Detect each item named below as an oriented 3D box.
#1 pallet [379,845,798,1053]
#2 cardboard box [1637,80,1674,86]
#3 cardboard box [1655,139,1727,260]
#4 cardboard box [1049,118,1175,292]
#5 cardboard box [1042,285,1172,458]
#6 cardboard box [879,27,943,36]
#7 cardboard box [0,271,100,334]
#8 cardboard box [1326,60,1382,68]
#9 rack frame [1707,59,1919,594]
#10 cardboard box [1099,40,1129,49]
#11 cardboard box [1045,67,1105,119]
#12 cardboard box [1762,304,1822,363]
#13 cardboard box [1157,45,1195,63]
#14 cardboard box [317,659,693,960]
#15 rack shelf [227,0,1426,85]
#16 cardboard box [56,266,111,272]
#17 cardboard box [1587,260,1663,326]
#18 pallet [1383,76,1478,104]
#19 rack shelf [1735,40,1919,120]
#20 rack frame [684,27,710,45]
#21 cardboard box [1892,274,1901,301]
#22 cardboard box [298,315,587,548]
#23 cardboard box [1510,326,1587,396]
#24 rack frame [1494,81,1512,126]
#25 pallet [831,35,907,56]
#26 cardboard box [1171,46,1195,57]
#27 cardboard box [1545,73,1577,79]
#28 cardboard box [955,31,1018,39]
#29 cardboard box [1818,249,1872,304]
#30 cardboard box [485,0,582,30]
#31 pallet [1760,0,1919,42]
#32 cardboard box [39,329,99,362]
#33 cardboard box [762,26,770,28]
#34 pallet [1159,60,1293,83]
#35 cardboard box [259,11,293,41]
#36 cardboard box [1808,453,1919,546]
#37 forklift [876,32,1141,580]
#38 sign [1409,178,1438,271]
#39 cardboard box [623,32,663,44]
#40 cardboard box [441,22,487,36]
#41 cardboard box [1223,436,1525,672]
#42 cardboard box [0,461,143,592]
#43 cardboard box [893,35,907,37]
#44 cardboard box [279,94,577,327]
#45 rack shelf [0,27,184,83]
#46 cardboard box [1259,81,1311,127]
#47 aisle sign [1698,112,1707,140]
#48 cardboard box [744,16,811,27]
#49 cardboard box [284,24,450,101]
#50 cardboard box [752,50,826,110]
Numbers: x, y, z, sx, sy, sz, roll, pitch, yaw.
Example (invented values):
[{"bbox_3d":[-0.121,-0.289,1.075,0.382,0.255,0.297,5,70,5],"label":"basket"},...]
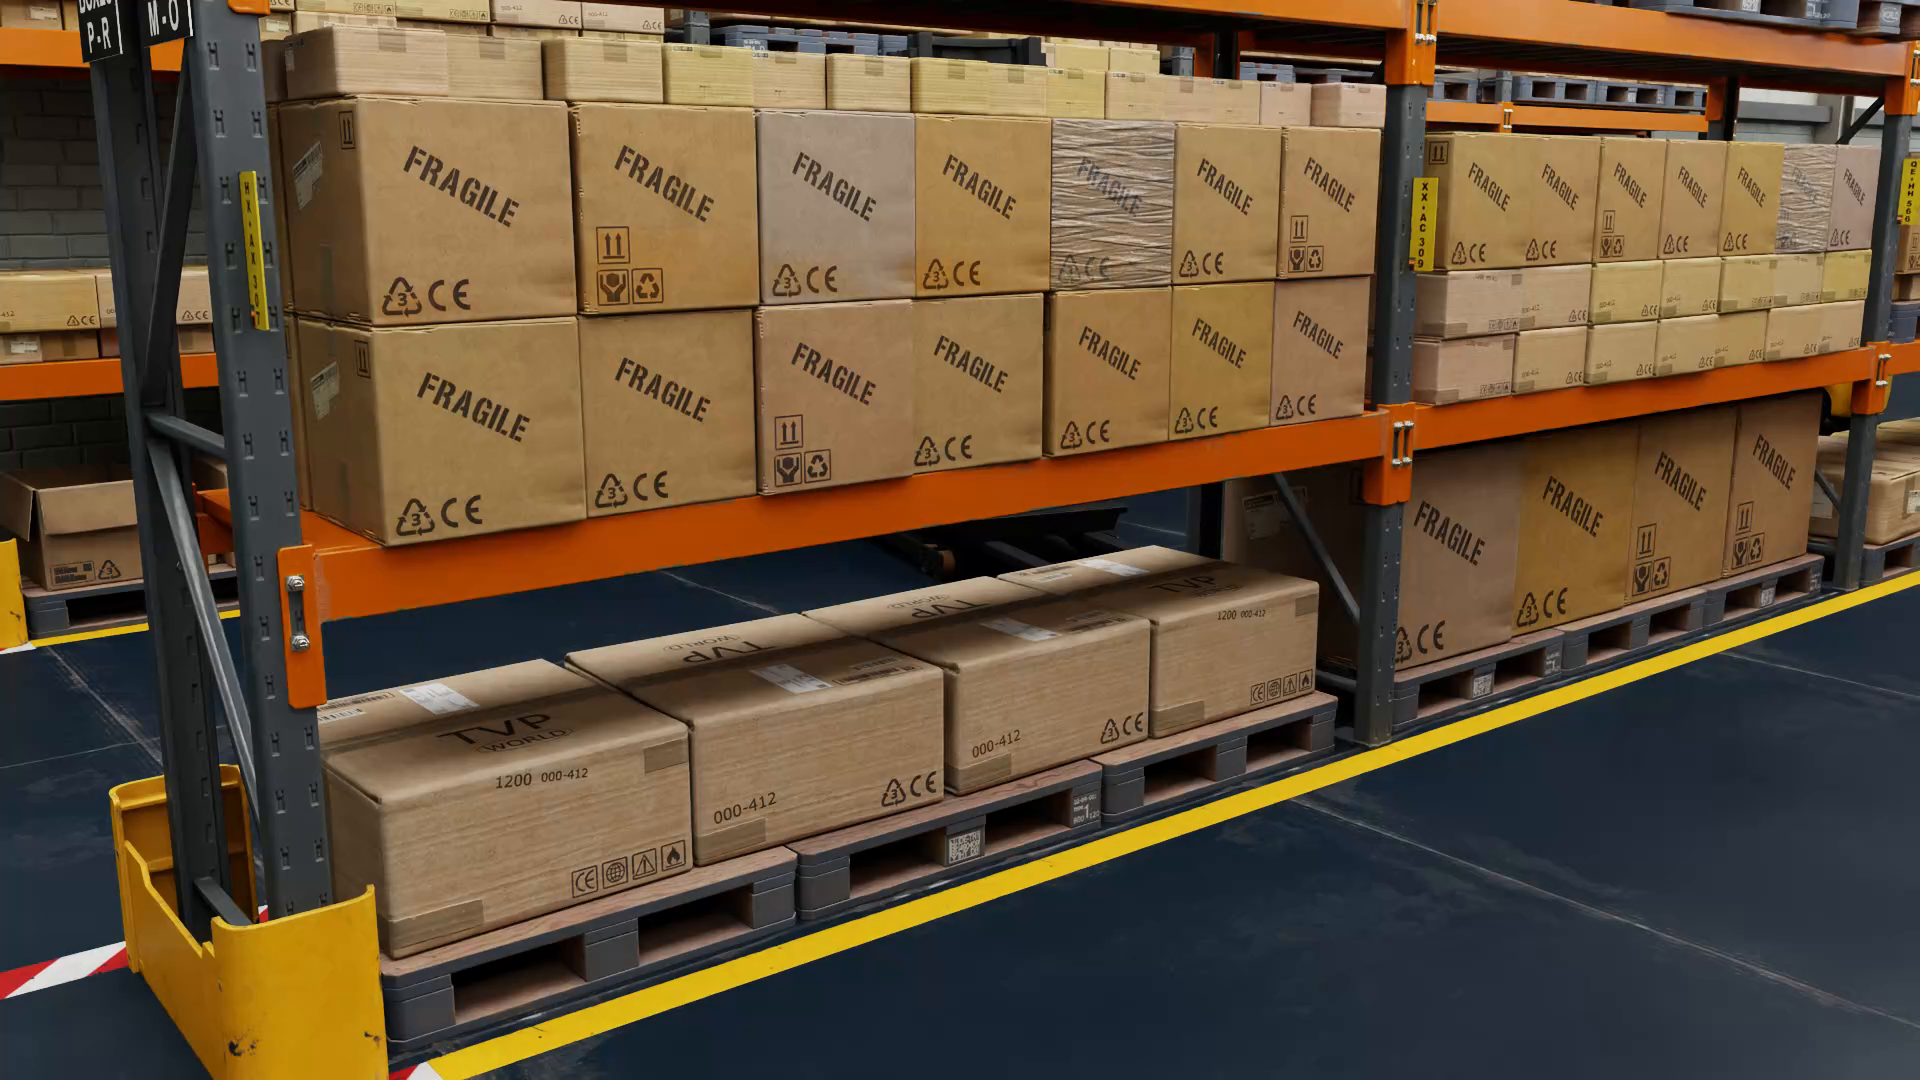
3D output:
[{"bbox_3d":[-1.244,1.014,4.843,1.213,0.211,1.003,-9,15,-38],"label":"pallet"},{"bbox_3d":[6.515,-4.671,16.190,0.500,0.500,0.700,-9,15,-37],"label":"cardboard box"},{"bbox_3d":[3.000,-1.504,7.342,0.500,0.500,0.500,-10,15,-39],"label":"cardboard box"},{"bbox_3d":[0.315,-1.052,5.214,0.500,0.500,0.500,-9,15,-37],"label":"cardboard box"},{"bbox_3d":[0.320,-0.564,5.323,0.500,0.500,0.500,-10,15,-38],"label":"cardboard box"},{"bbox_3d":[-0.318,-3.294,10.552,0.250,0.149,0.380,-9,15,-36],"label":"cardboard box"},{"bbox_3d":[-4.401,-1.125,7.850,0.500,0.250,0.500,-9,15,-37],"label":"cardboard box"},{"bbox_3d":[3.176,-3.902,13.413,0.250,0.149,0.380,-10,15,-38],"label":"cardboard box"},{"bbox_3d":[4.427,-1.271,8.894,0.127,3.000,1.000,-9,15,-38],"label":"rack frame"},{"bbox_3d":[0.983,-3.549,11.802,0.250,0.149,0.380,-10,15,-39],"label":"cardboard box"},{"bbox_3d":[0.225,-1.360,5.104,0.250,0.149,0.380,-10,15,-39],"label":"cardboard box"},{"bbox_3d":[3.806,-1.021,8.078,0.500,0.250,0.500,-9,15,-37],"label":"cardboard box"},{"bbox_3d":[1.729,-3.860,12.971,0.500,0.250,0.500,-9,15,-38],"label":"cardboard box"},{"bbox_3d":[-1.367,0.713,4.707,0.875,0.438,0.875,-10,16,-40],"label":"cardboard box"},{"bbox_3d":[-0.258,-1.608,4.991,4.000,0.370,1.077,-9,15,-38],"label":"rack shelf"},{"bbox_3d":[-4.326,-1.279,8.577,0.500,0.250,0.500,-9,15,-37],"label":"cardboard box"},{"bbox_3d":[2.624,-1.068,7.095,0.500,0.250,0.500,-9,15,-37],"label":"cardboard box"},{"bbox_3d":[3.766,-3.852,14.287,1.217,0.209,0.805,-10,16,-40],"label":"pallet"},{"bbox_3d":[5.989,-2.646,9.879,4.000,0.370,1.077,-9,15,-38],"label":"rack shelf"},{"bbox_3d":[-1.800,-1.557,10.239,0.127,3.000,1.000,-9,15,-38],"label":"rack frame"},{"bbox_3d":[4.797,-1.366,8.933,0.250,0.149,0.380,-11,16,-41],"label":"cardboard box"},{"bbox_3d":[-1.265,-0.298,4.069,0.500,0.500,0.500,-10,15,-38],"label":"cardboard box"},{"bbox_3d":[2.216,-0.760,6.850,0.500,0.250,0.500,-10,16,-39],"label":"cardboard box"},{"bbox_3d":[4.447,-2.595,15.127,0.127,3.000,1.000,-9,15,-38],"label":"rack frame"},{"bbox_3d":[-0.439,-3.140,10.928,1.003,0.211,1.213,-9,15,-38],"label":"pallet"},{"bbox_3d":[1.786,-3.679,12.323,0.250,0.166,0.380,-9,15,-38],"label":"cardboard box"},{"bbox_3d":[5.249,-4.341,15.093,0.500,0.311,0.500,-9,15,-37],"label":"cardboard box"},{"bbox_3d":[0.176,-3.417,11.179,0.250,0.149,0.380,-9,15,-36],"label":"cardboard box"},{"bbox_3d":[4.208,-1.338,8.367,0.500,0.250,0.500,-10,15,-38],"label":"cardboard box"},{"bbox_3d":[-2.419,-2.924,9.100,0.500,0.250,0.500,-10,16,-40],"label":"cardboard box"},{"bbox_3d":[3.958,-2.554,8.168,1.003,0.211,1.213,-9,15,-35],"label":"pallet"},{"bbox_3d":[-4.325,-0.954,8.002,0.250,0.149,0.380,-9,15,-36],"label":"cardboard box"},{"bbox_3d":[-1.227,-3.278,10.477,0.250,0.149,0.380,-10,16,-39],"label":"cardboard box"},{"bbox_3d":[1.798,-3.553,12.874,1.003,0.211,1.213,-9,15,-35],"label":"pallet"},{"bbox_3d":[-3.516,-2.547,8.288,0.250,0.149,0.380,-10,15,-38],"label":"cardboard box"},{"bbox_3d":[4.875,-0.263,9.461,0.625,0.372,0.950,-11,16,-41],"label":"cardboard box"},{"bbox_3d":[0.254,-1.316,9.268,1.130,2.935,3.031,-5,13,-23],"label":"forklift"},{"bbox_3d":[1.652,-1.125,5.928,0.005,0.325,0.100,-9,15,-38],"label":"sign"},{"bbox_3d":[-1.896,-2.807,9.508,0.250,0.149,0.380,-10,15,-38],"label":"cardboard box"},{"bbox_3d":[-2.726,-2.681,8.916,0.250,0.149,0.380,-9,15,-36],"label":"cardboard box"},{"bbox_3d":[1.738,-0.012,7.067,0.875,0.875,0.875,-9,15,-36],"label":"cardboard box"},{"bbox_3d":[-4.386,-0.086,8.311,0.637,0.503,0.797,-10,16,-40],"label":"cardboard box"},{"bbox_3d":[-0.433,-3.415,11.123,0.250,0.149,0.380,-9,15,-37],"label":"cardboard box"},{"bbox_3d":[-1.267,-0.787,3.967,0.500,0.500,0.500,-10,15,-39],"label":"cardboard box"},{"bbox_3d":[-3.361,-2.413,8.780,4.000,0.370,1.077,-9,15,-38],"label":"rack shelf"},{"bbox_3d":[0.989,-1.499,5.758,0.250,0.149,0.380,-9,15,-36],"label":"cardboard box"},{"bbox_3d":[7.805,-4.346,17.117,0.004,0.787,0.394,-9,15,-38],"label":"aisle sign"},{"bbox_3d":[-1.094,-3.158,9.910,0.250,0.149,0.380,-9,15,-37],"label":"cardboard box"},{"bbox_3d":[-1.369,-1.090,3.829,0.250,0.149,0.380,-9,15,-36],"label":"cardboard box"},{"bbox_3d":[-0.568,-1.230,4.490,0.250,0.149,0.380,-9,15,-37],"label":"cardboard box"}]
